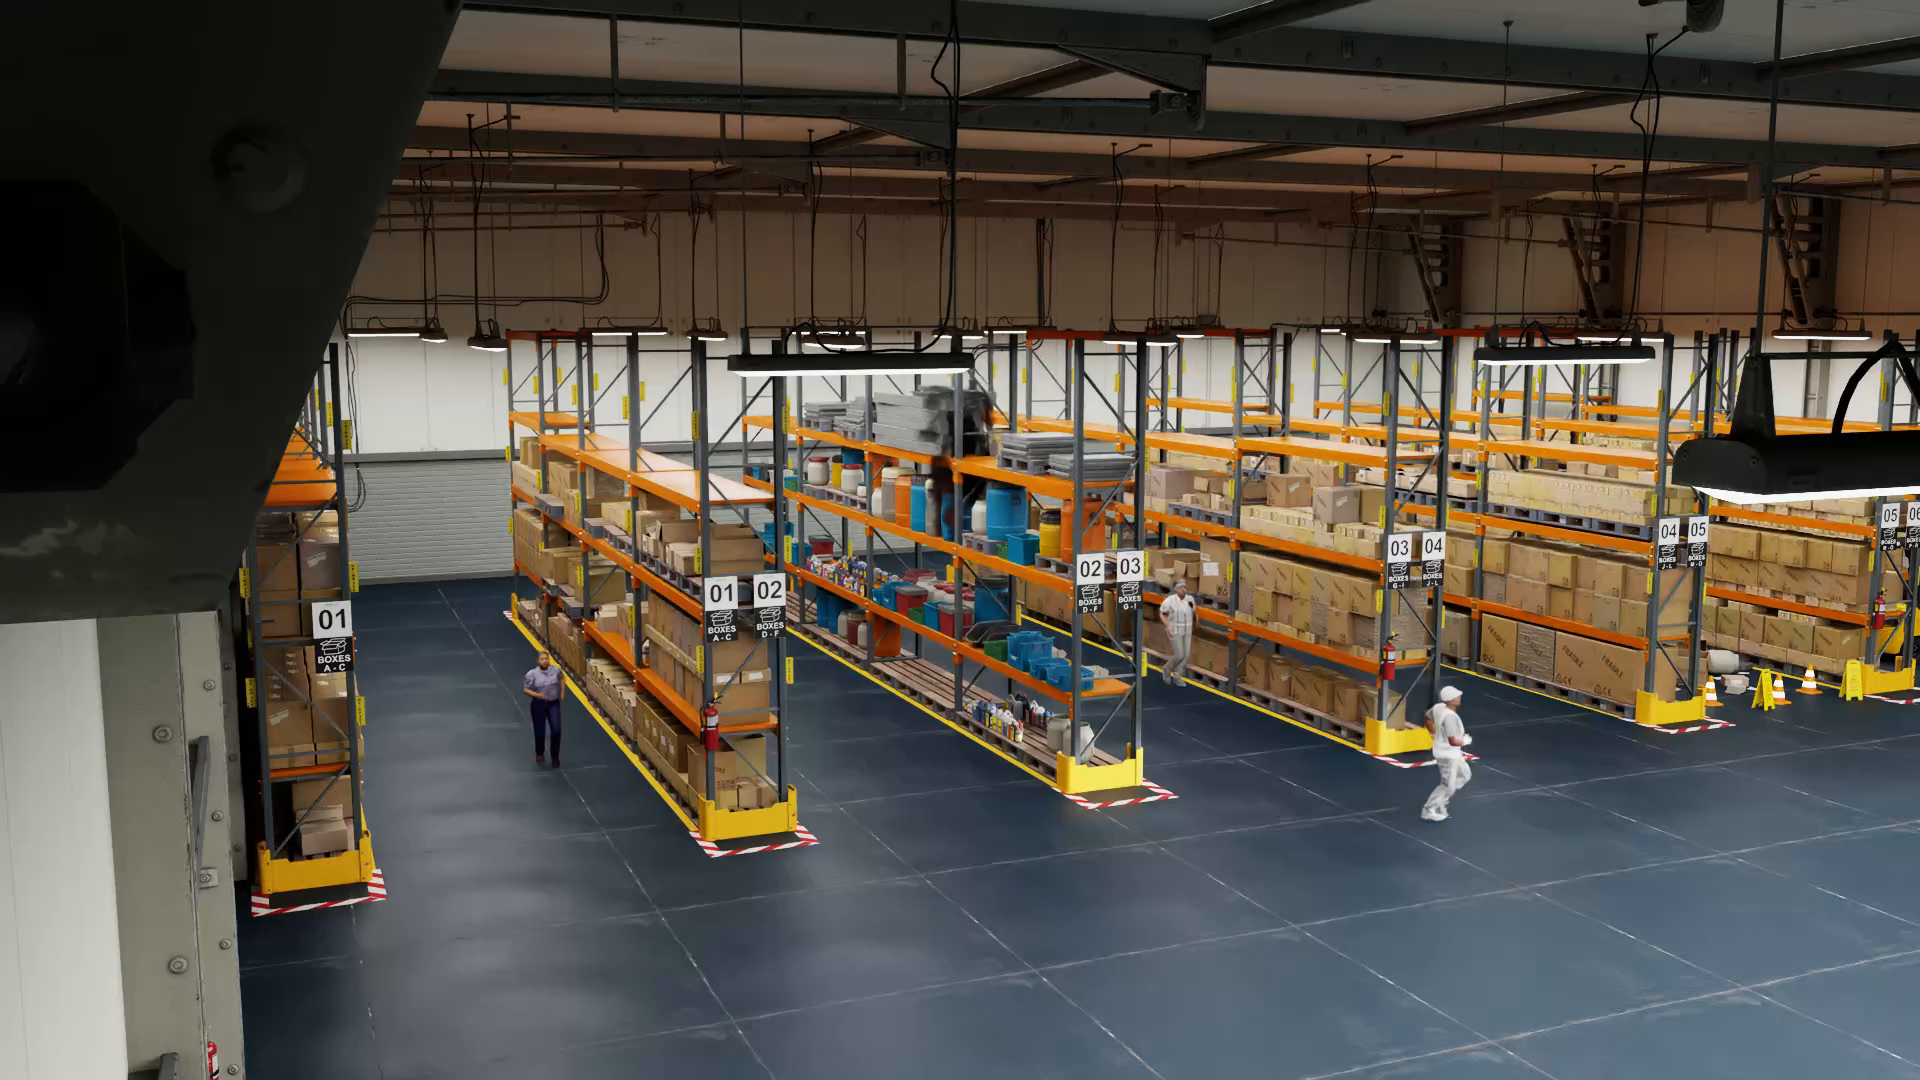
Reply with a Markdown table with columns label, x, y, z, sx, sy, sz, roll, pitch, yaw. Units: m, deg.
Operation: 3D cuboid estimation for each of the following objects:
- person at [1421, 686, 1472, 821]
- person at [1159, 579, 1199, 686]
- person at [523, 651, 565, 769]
| label | x | y | z | sx | sy | sz | roll | pitch | yaw |
| --- | --- | --- | --- | --- | --- | --- | --- | --- | --- |
| person | 6.078 | 2.660 | 20.677 | 0.605 | 1.737 | 0.653 | 2 | 8 | 12 |
| person | 3.608 | 1.502 | 27.092 | 0.650 | 1.773 | 0.591 | -3 | 8 | -23 |
| person | -5.790 | 2.382 | 23.272 | 0.613 | 1.704 | 0.711 | -3 | 8 | -22 |
